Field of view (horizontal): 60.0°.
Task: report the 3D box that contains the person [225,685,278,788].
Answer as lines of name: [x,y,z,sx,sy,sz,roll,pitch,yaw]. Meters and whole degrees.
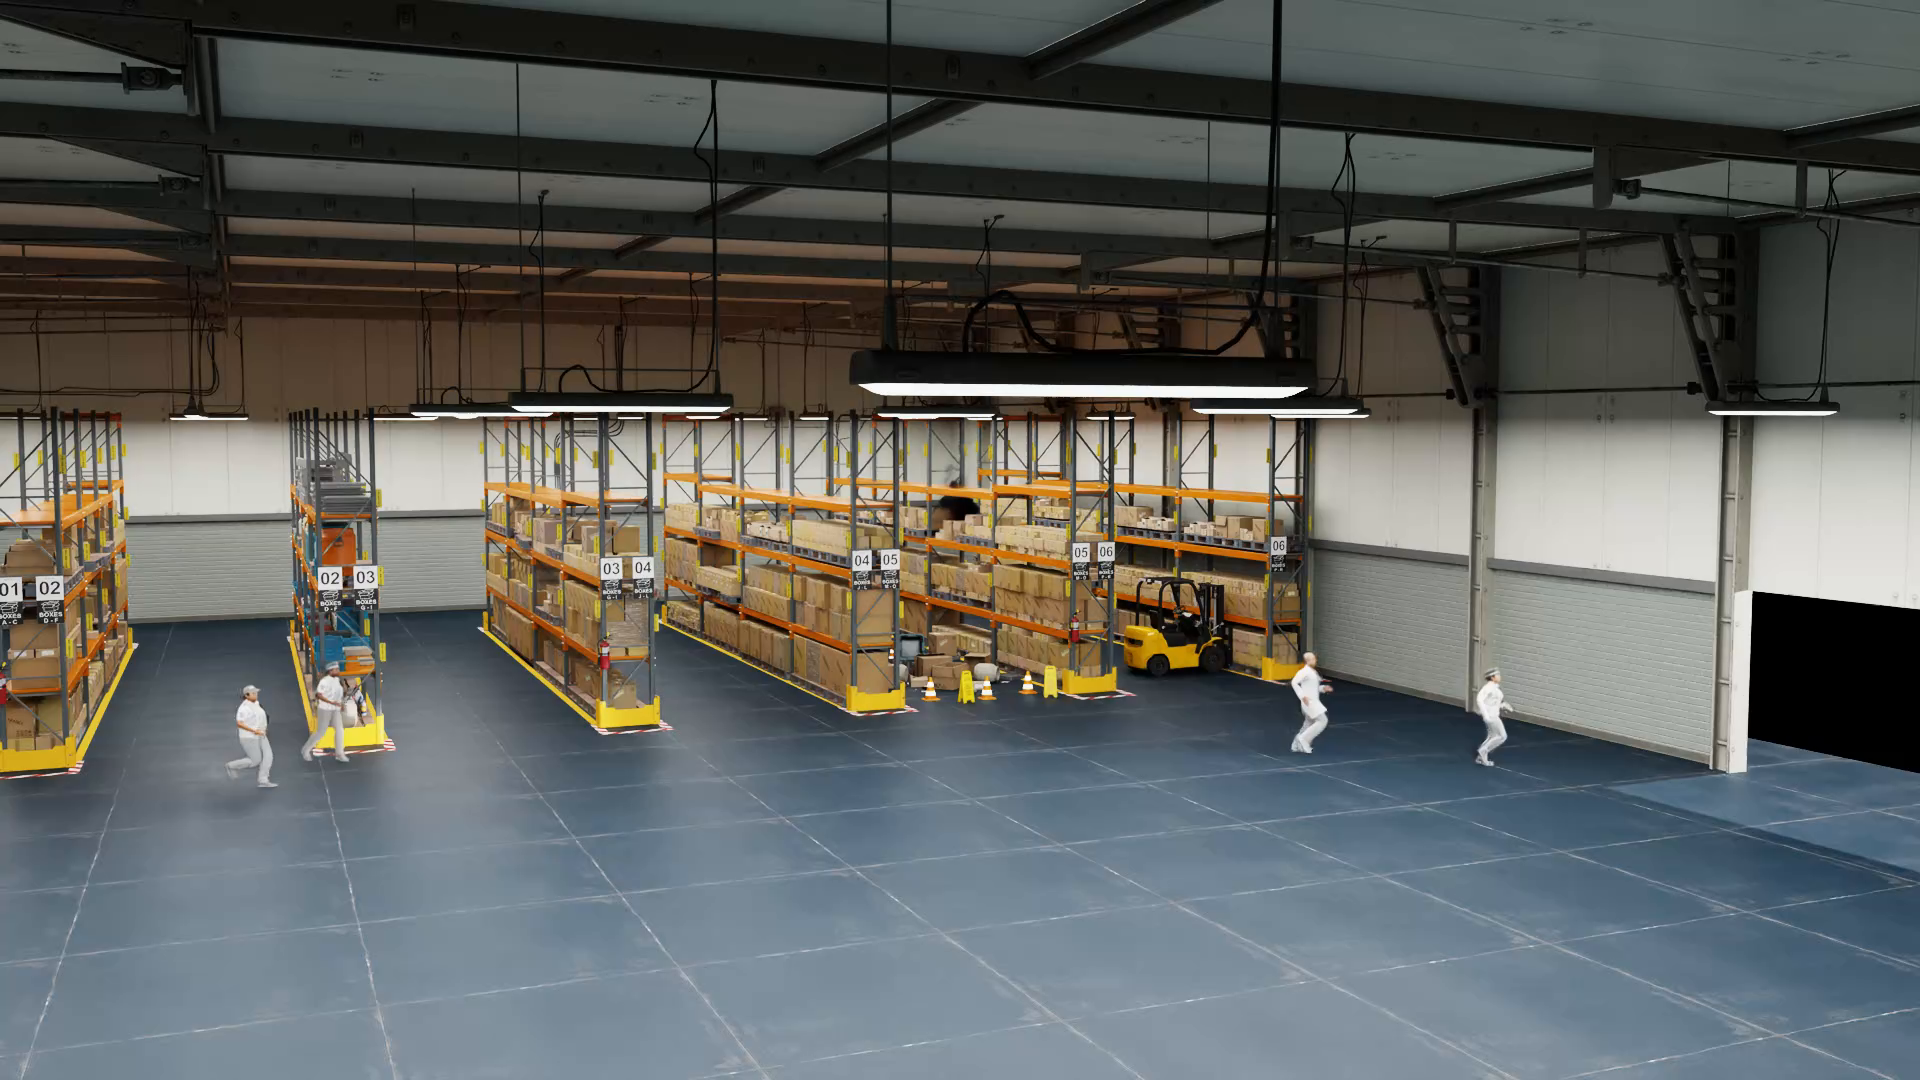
person: [-11.118,3.089,26.123,0.764,1.625,0.622,0,4,2]

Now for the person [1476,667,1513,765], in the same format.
person: [8.940,2.940,27.806,0.560,1.662,0.623,2,4,23]

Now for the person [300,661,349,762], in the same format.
person: [-10.653,2.892,28.179,0.888,1.669,0.661,1,4,18]

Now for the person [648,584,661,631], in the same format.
person: [-8.265,1.780,44.130,0.649,1.705,0.751,-2,5,-31]

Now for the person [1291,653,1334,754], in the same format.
person: [6.094,2.822,28.765,0.712,1.747,0.685,1,4,19]
